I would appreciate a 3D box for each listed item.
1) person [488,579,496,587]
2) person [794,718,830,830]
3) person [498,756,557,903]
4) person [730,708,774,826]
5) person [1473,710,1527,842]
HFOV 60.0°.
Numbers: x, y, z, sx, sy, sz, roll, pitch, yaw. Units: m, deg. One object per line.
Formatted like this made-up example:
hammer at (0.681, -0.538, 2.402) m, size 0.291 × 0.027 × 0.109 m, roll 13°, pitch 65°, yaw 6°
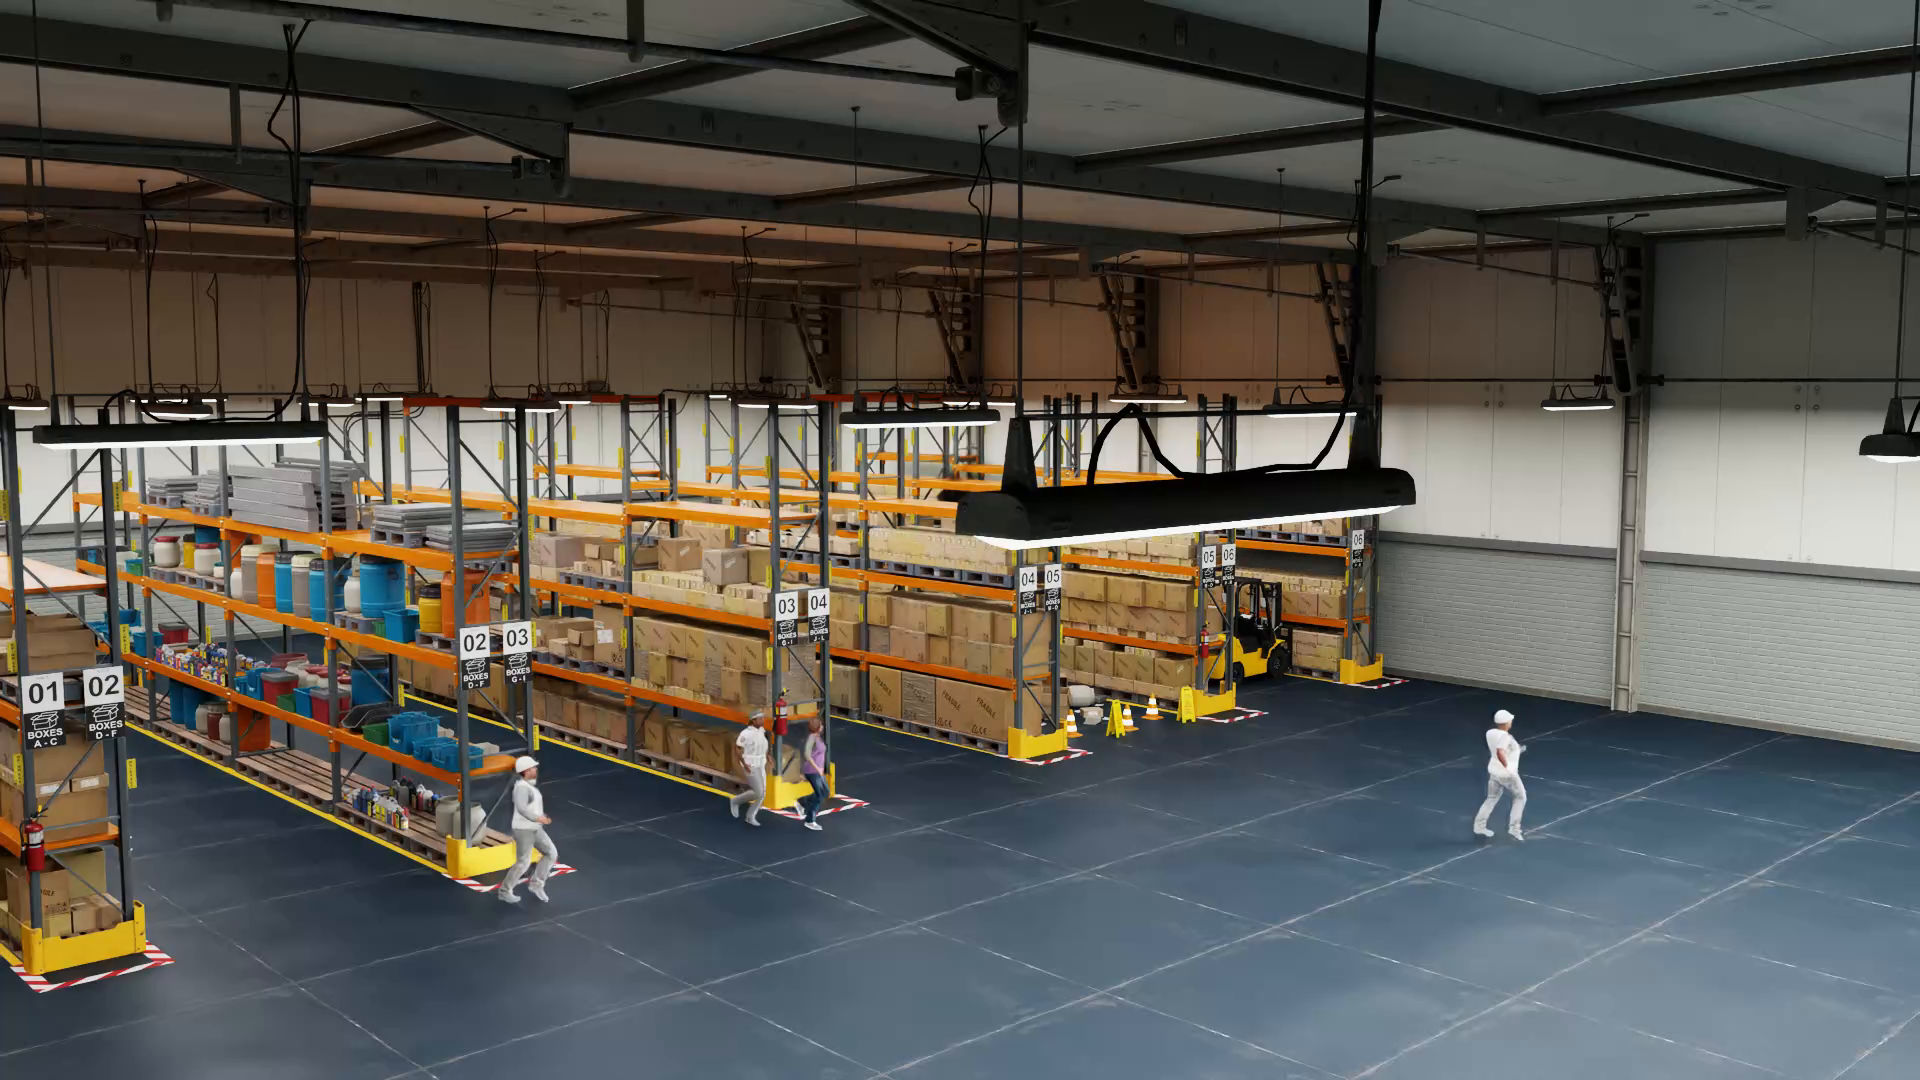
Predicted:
person at (-11.092, 1.702, 39.064) m, size 0.683 × 1.713 × 0.580 m, roll 0°, pitch 6°, yaw 5°
person at (-2.099, 3.301, 23.610) m, size 0.505 × 1.549 × 0.589 m, roll 1°, pitch 6°, yaw 8°
person at (-5.256, 3.514, 20.238) m, size 0.679 × 1.776 × 0.707 m, roll 0°, pitch 6°, yaw -3°
person at (-2.946, 3.240, 23.798) m, size 0.551 × 1.681 × 0.583 m, roll 3°, pitch 6°, yaw 27°
person at (7.439, 3.243, 22.775) m, size 0.781 × 1.847 × 0.660 m, roll -2°, pitch 6°, yaw -18°
